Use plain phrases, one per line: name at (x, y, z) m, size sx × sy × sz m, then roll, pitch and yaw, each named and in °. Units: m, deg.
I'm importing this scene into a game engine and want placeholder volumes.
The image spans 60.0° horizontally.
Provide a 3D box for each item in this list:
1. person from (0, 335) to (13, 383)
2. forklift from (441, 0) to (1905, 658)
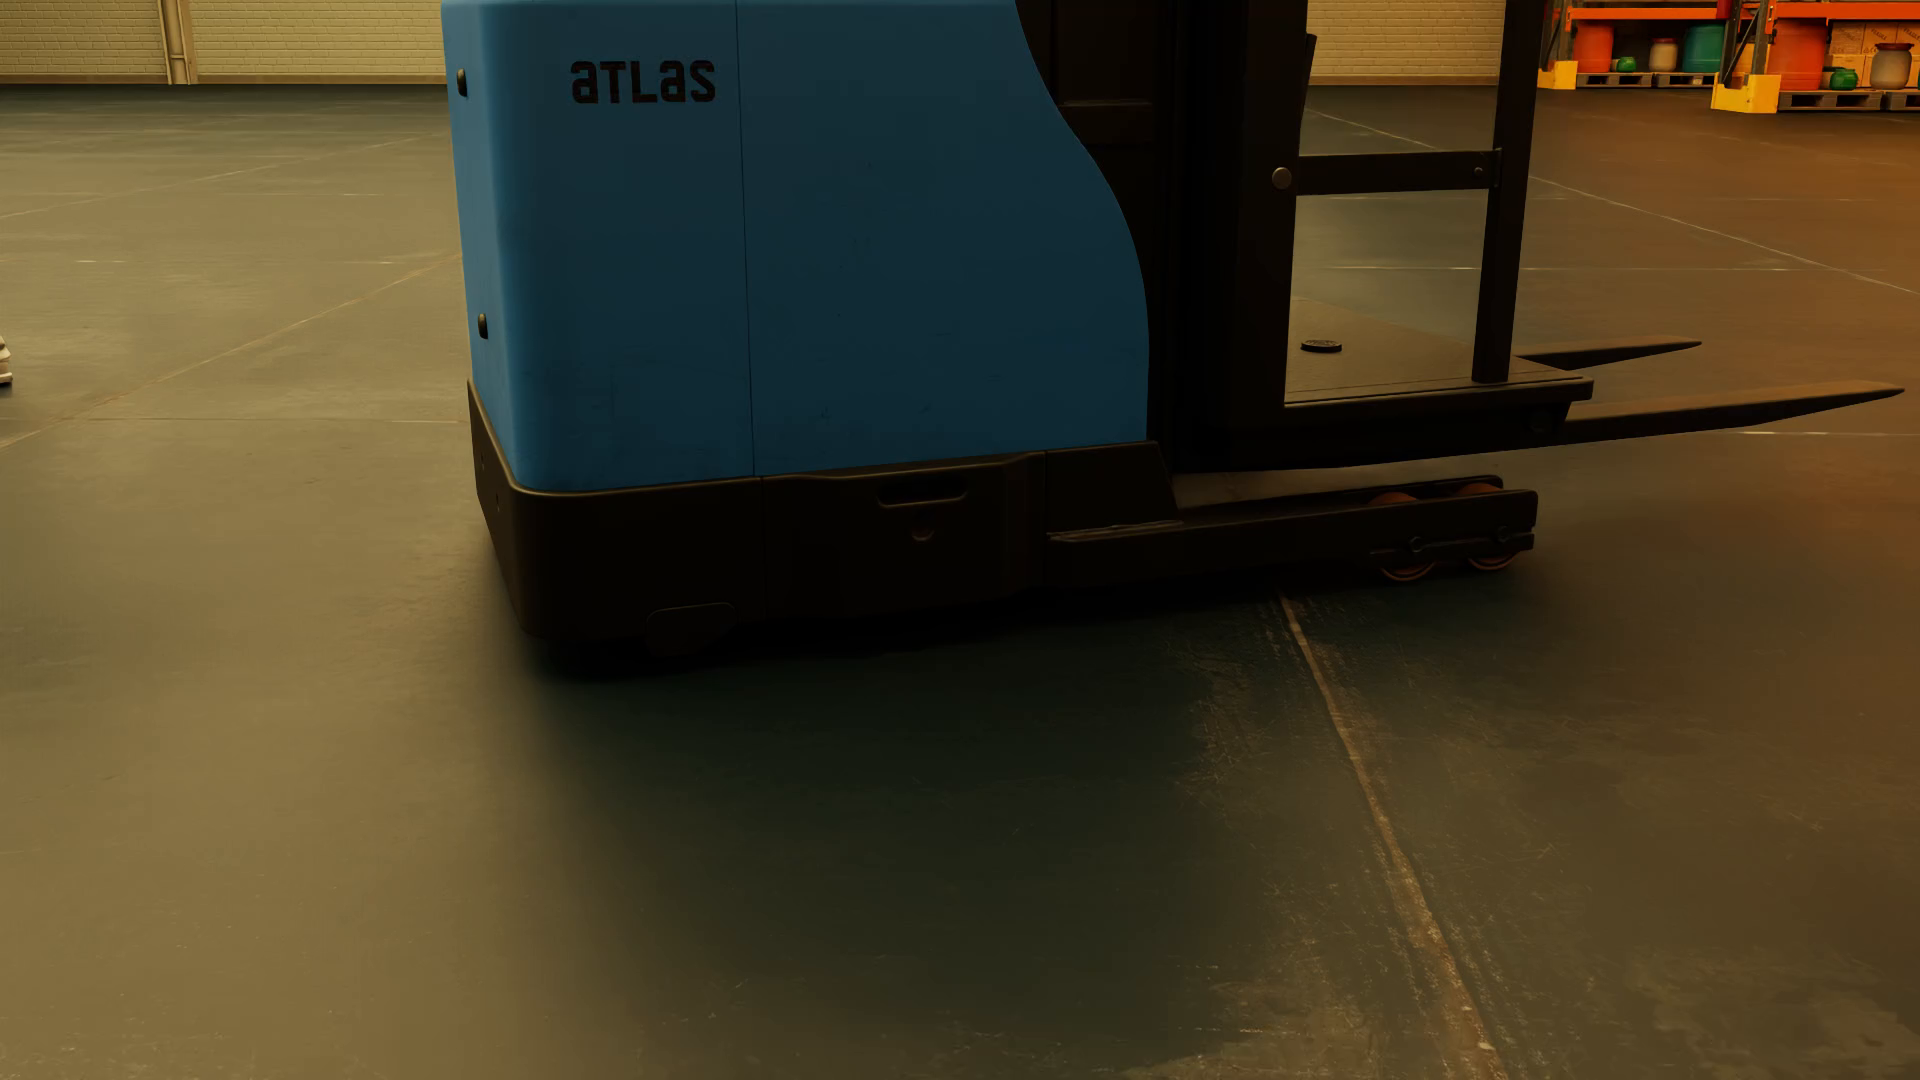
person at (-2.920, -1.204, 4.450) m, size 0.376 × 1.662 × 0.543 m, roll 7°, pitch 19°, yaw 23°
forklift at (0.571, -1.462, 3.137) m, size 3.031 × 2.935 × 1.130 m, roll -6°, pitch 18°, yaw -19°
